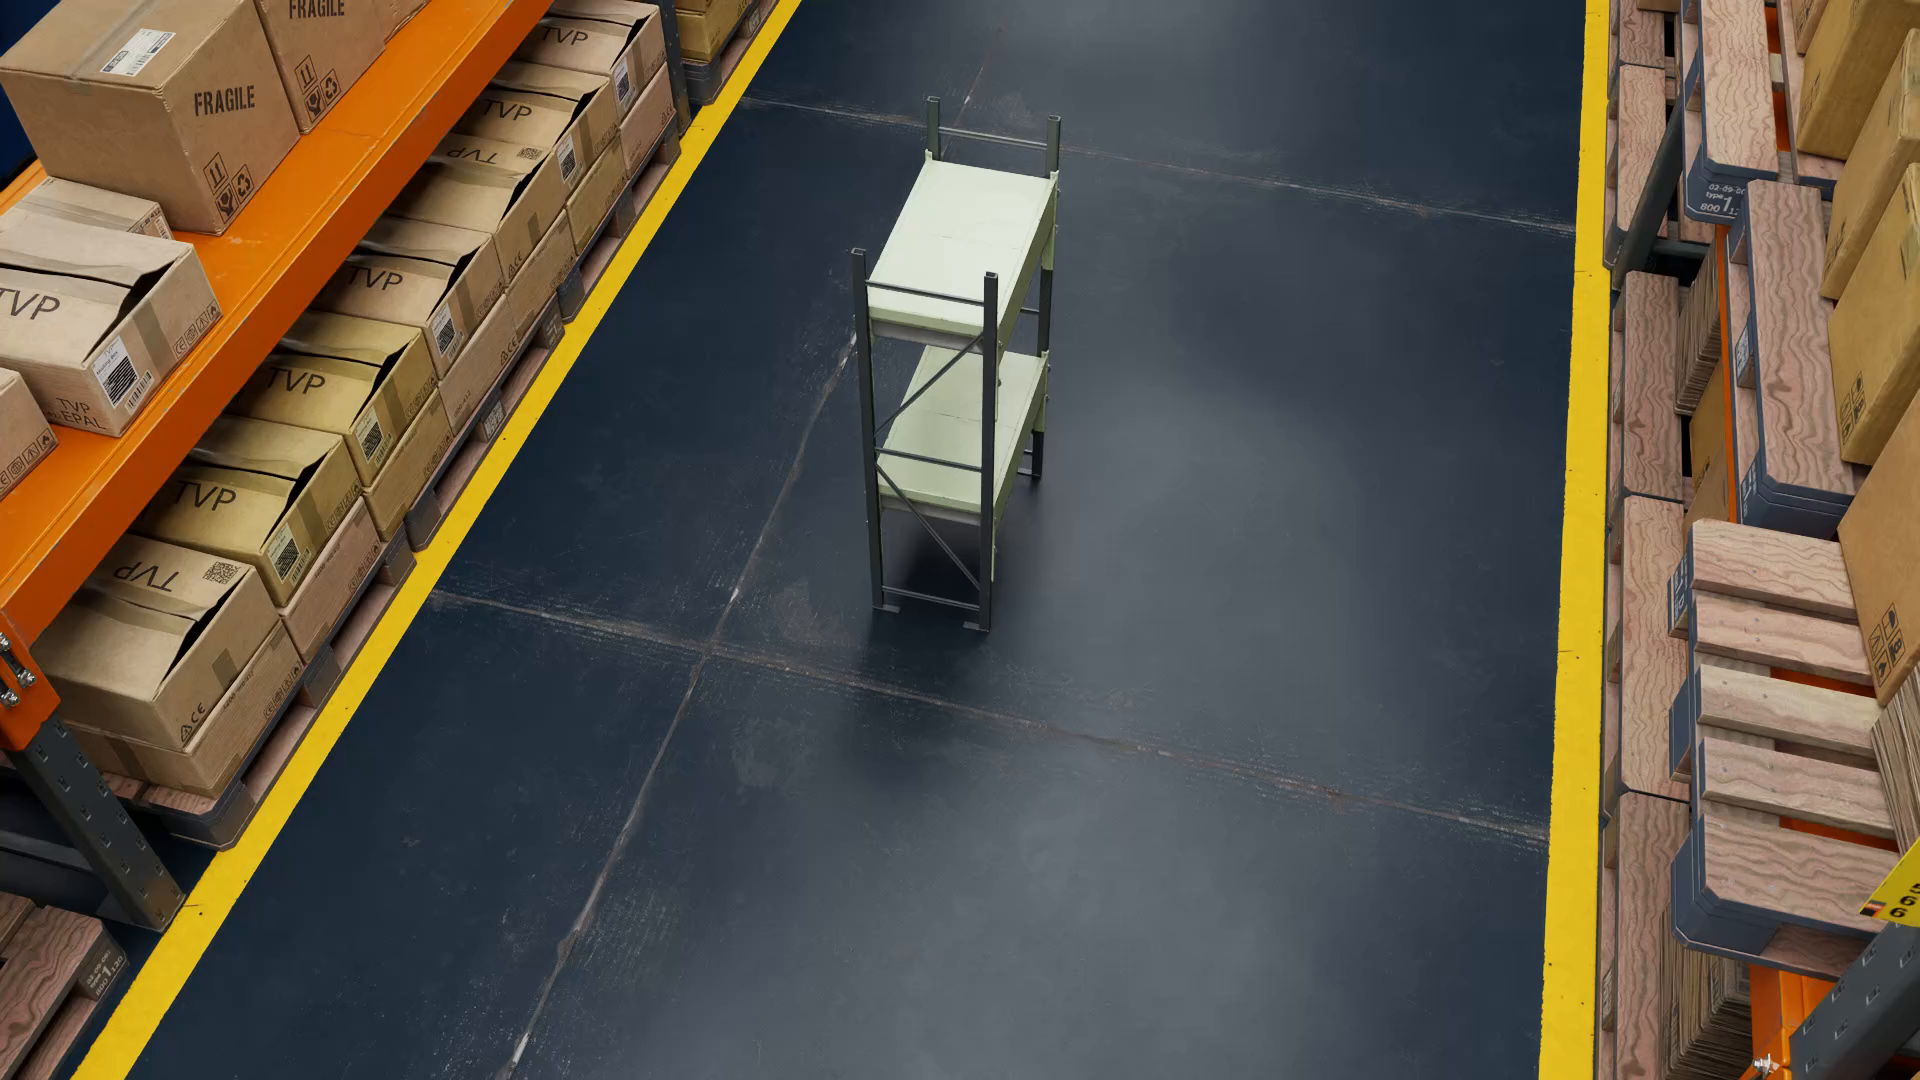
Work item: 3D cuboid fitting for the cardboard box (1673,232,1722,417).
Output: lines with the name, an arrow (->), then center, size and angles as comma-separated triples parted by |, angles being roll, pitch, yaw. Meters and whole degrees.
cardboard box -> 2.913, -0.708, 5.748 | 0.700, 0.500, 0.500 | 13, 50, 11

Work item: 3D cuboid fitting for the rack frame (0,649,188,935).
rack frame -> -2.742, -0.007, 3.756 | 1.000, 3.000, 0.127 | 12, 50, 10

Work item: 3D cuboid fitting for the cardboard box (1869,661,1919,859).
cardboard box -> 2.152, 0.447, 2.995 | 0.700, 0.500, 0.500 | 6, 49, 6

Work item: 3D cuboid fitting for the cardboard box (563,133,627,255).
cardboard box -> -1.653, -1.407, 6.545 | 0.500, 0.250, 0.500 | 11, 49, 9

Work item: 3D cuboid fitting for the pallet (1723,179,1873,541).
pallet -> 2.520, -0.409, 4.238 | 1.003, 0.211, 1.213 | 12, 50, 10

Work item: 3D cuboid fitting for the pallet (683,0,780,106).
pallet -> -1.439, -2.545, 7.855 | 1.003, 0.211, 1.213 | 12, 50, 10

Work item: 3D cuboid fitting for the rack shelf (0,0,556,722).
rack shelf -> -2.215, -1.216, 5.302 | 1.077, 0.370, 4.000 | 12, 50, 10

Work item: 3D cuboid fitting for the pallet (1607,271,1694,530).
pallet -> 2.887, -0.440, 5.997 | 1.003, 0.211, 1.213 | 12, 50, 10

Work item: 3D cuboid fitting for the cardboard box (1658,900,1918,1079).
cardboard box -> 2.177, 1.118, 4.136 | 0.700, 0.500, 0.500 | 12, 50, 11

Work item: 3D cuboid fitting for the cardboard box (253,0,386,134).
cardboard box -> -2.177, -1.638, 5.128 | 0.500, 0.500, 0.500 | 12, 50, 10

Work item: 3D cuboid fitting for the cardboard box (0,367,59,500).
cardboard box -> -2.604, -0.232, 4.014 | 0.500, 0.311, 0.500 | 14, 50, 12

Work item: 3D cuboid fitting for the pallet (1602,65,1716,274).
pallet -> 3.234, -1.496, 6.929 | 1.003, 0.211, 1.213 | 12, 50, 10

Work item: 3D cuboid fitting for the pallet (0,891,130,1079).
pallet -> -2.975, 1.448, 4.331 | 1.003, 0.211, 1.213 | 12, 50, 10

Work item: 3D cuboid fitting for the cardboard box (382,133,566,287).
cardboard box -> -1.784, -1.228, 6.013 | 0.500, 0.311, 0.500 | 11, 50, 10

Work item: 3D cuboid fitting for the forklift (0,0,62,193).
forklift -> -4.432, -1.910, 5.481 | 1.130, 2.935, 3.031 | 11, 49, 9

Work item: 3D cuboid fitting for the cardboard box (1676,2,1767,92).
cardboard box -> 3.326, -2.003, 6.891 | 0.500, 0.500, 0.500 | 8, 49, 7

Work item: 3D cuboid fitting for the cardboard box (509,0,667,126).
cardboard box -> -1.519, -1.966, 6.664 | 0.500, 0.311, 0.500 | 12, 50, 10

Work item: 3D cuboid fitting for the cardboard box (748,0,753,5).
cardboard box -> -1.138, -2.766, 7.744 | 0.500, 0.250, 0.500 | 12, 50, 10

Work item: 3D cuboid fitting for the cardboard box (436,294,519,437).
cardboard box -> -1.923, -0.669, 5.894 | 0.500, 0.250, 0.500 | 12, 50, 11

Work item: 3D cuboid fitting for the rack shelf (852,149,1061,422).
rack shelf -> 0.002, -0.759, 4.899 | 0.431, 0.370, 0.720 | 12, 50, 10

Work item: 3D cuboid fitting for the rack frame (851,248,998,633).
rack frame -> -0.095, -0.236, 4.958 | 0.400, 1.500, 0.023 | 12, 50, 10

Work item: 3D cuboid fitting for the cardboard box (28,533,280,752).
cardboard box -> -2.321, 0.257, 4.702 | 0.500, 0.311, 0.500 | 13, 50, 11

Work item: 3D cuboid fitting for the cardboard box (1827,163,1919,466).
cardboard box -> 2.459, -0.459, 3.794 | 0.700, 0.500, 0.500 | 12, 50, 10

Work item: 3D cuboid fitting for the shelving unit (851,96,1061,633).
shelving unit -> 0.002, -0.501, 5.192 | 0.431, 1.500, 0.755 | 12, 50, 10

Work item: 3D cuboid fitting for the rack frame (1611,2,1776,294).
rack frame -> 3.091, -1.926, 5.449 | 1.000, 3.000, 0.127 | 12, 50, 10

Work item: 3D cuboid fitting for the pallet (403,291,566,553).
pallet -> -2.164, -0.552, 6.096 | 1.003, 0.211, 1.213 | 12, 50, 10

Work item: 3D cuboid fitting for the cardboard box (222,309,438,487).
cardboard box -> -2.054, -0.493, 5.364 | 0.500, 0.311, 0.500 | 10, 49, 9

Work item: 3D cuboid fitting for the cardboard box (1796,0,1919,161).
cardboard box -> 2.770, -1.340, 4.572 | 0.700, 0.500, 0.500 | 16, 51, 14

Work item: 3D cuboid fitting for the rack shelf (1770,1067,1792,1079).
rack shelf -> 1.512, 2.652, 1.888 | 1.077, 0.370, 4.000 | 12, 50, 10

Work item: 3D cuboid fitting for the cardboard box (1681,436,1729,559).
cardboard box -> 2.652, 0.036, 5.091 | 0.700, 0.500, 0.500 | 12, 50, 10

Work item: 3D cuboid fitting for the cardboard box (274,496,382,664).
cardboard box -> -2.189, 0.079, 5.233 | 0.500, 0.250, 0.500 | 10, 49, 9

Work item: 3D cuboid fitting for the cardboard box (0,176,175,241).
cardboard box -> -2.461, -0.858, 4.674 | 0.380, 0.149, 0.250 | 15, 50, 13
